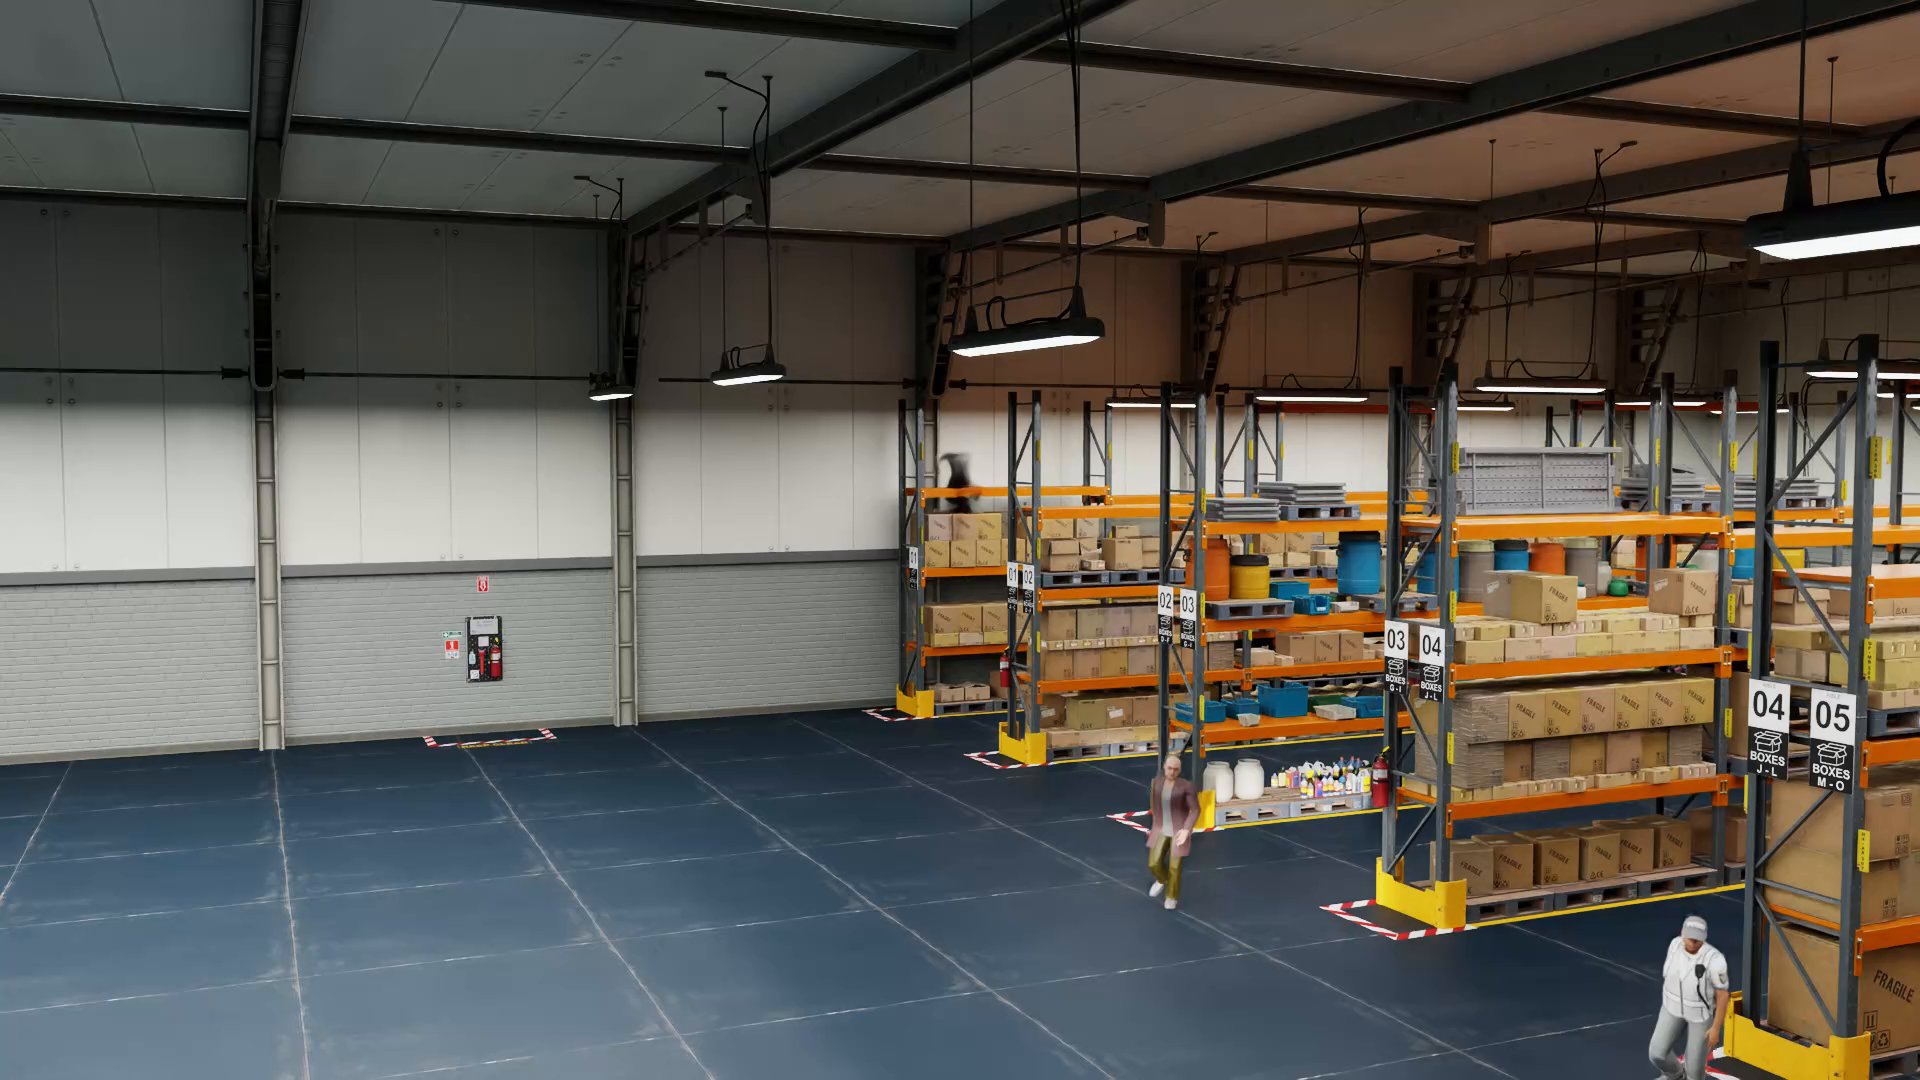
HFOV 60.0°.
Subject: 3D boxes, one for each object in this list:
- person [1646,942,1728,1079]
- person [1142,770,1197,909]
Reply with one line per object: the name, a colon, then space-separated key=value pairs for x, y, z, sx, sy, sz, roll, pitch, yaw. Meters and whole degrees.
person: x=5.471 y=3.688 z=12.485 sx=0.621 sy=1.491 sz=0.853 roll=3 pitch=4 yaw=42
person: x=2.264 y=3.277 z=18.057 sx=0.708 sy=1.632 sz=1.064 roll=1 pitch=4 yaw=23
